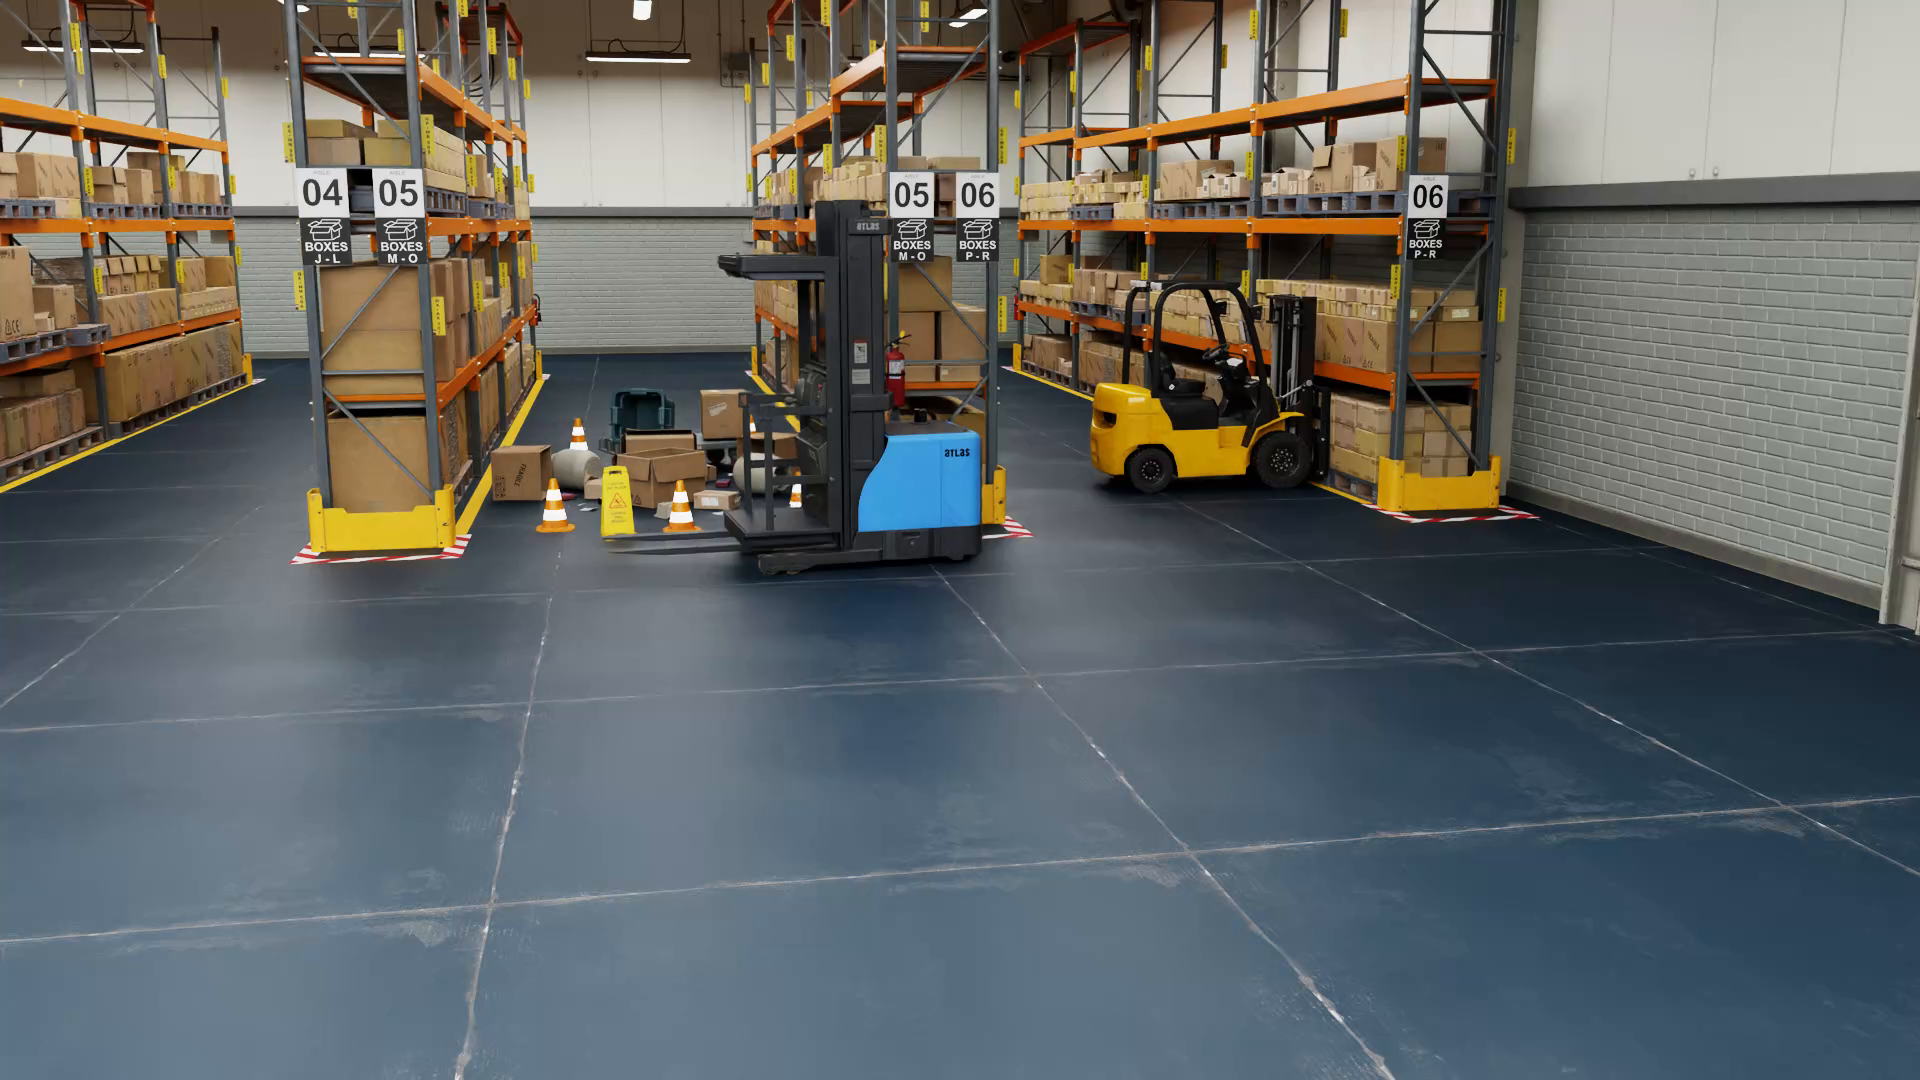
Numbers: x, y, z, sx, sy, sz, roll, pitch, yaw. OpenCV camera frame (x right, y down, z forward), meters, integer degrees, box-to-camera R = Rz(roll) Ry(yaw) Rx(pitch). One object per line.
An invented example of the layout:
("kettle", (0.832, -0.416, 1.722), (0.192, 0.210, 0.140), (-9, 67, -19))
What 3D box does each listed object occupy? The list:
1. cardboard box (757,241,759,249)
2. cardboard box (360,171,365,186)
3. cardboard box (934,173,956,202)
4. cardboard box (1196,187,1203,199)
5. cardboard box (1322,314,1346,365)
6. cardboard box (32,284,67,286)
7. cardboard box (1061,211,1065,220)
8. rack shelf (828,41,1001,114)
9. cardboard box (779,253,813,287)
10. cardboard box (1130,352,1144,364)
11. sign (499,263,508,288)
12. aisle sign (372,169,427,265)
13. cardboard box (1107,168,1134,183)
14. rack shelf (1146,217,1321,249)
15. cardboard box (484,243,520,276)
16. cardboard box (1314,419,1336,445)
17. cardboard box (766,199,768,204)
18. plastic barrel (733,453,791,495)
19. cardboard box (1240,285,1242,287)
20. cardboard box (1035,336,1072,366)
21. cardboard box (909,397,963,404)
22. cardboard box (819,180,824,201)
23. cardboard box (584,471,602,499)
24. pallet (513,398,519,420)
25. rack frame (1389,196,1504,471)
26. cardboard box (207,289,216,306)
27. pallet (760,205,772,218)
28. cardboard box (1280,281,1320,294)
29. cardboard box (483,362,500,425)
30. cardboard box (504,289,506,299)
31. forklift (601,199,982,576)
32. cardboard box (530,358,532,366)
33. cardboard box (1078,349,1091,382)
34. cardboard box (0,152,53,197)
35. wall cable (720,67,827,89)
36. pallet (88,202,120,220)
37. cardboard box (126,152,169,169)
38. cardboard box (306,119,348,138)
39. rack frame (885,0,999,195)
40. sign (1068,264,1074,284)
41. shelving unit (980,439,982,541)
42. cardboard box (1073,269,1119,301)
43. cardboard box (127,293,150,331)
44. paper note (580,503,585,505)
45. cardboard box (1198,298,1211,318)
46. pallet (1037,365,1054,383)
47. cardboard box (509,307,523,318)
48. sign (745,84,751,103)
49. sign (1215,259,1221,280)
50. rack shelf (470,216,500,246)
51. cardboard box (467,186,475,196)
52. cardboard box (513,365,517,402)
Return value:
("cardboard box", (-3.412, -5.245, 29.555), (0.380, 0.149, 0.250), (-2, 11, -9))
("cardboard box", (-5.537, -3.219, 14.848), (0.380, 0.149, 0.250), (-2, 11, -10))
("cardboard box", (0.007, -3.272, 15.448), (0.500, 0.250, 0.500), (-2, 11, -12))
("cardboard box", (3.272, -4.477, 21.452), (0.380, 0.149, 0.250), (-2, 11, -12))
("cardboard box", (4.167, -2.125, 17.569), (0.500, 0.500, 0.500), (-2, 11, -12))
("cardboard box", (-11.289, -2.889, 20.461), (0.500, 0.500, 0.500), (-4, 11, -18))
("cardboard box", (1.930, -5.506, 28.252), (0.380, 0.149, 0.250), (-2, 11, -9))
("rack shelf", (-0.545, -4.583, 16.641), (1.077, 0.370, 4.000), (-2, 11, -11))
("cardboard box", (-2.465, -4.090, 25.220), (0.500, 0.500, 0.500), (-2, 11, -12))
("cardboard box", (2.728, -2.700, 24.686), (0.380, 0.149, 0.250), (-3, 11, -14))
("sign", (-6.004, -3.482, 21.873), (0.100, 0.325, 0.005), (-2, 11, -11))
("aisle sign", (-4.684, -2.700, 13.910), (0.394, 0.787, 0.004), (-2, 11, -11))
("cardboard box", (2.589, -5.860, 26.820), (0.396, 0.266, 0.258), (-2, 11, -11))
("rack shelf", (3.545, -4.026, 21.727), (1.077, 0.370, 4.000), (-2, 11, -11))
("cardboard box", (-7.175, -4.404, 26.078), (0.500, 0.500, 0.500), (-2, 11, -10))
("cardboard box", (4.103, -1.171, 17.718), (0.500, 0.250, 0.500), (-2, 11, -12))
("cardboard box", (-2.980, -5.584, 27.273), (0.380, 0.149, 0.250), (-2, 11, -10))
("plastic barrel", (-2.043, -0.682, 17.149), (0.512, 0.421, 0.421), (6, 12, 28))
("cardboard box", (3.825, -3.260, 21.801), (0.380, 0.149, 0.250), (-2, 11, -11))
("cardboard box", (1.754, -3.444, 30.332), (0.700, 0.500, 0.500), (-2, 11, -9))
("cardboard box", (-0.243, -1.198, 17.195), (0.500, 0.500, 0.500), (-2, 11, -10))
("cardboard box", (-1.388, -4.337, 21.161), (0.797, 0.503, 0.637), (-2, 11, -11))
("cardboard box", (-3.629, -0.568, 16.969), (0.396, 0.266, 0.258), (0, 11, -1))
("pallet", (-6.933, -1.890, 24.060), (1.003, 0.211, 1.213), (-2, 11, -11))
("rack frame", (4.712, -1.805, 16.159), (1.000, 3.000, 0.127), (-2, 11, -11))
("cardboard box", (-12.332, -3.910, 26.821), (0.500, 0.250, 0.500), (-2, 11, -11))
("pallet", (-2.873, -5.629, 28.461), (1.003, 0.211, 1.213), (-2, 11, -11))
("cardboard box", (3.903, -2.892, 19.073), (0.380, 0.149, 0.250), (-2, 11, -12))
("cardboard box", (-6.518, -1.879, 21.440), (1.050, 0.750, 0.750), (-2, 11, -12))
("cardboard box", (-6.850, -3.598, 24.331), (0.380, 0.149, 0.250), (-3, 11, -14))
("forklift", (-1.398, -1.267, 13.515), (3.031, 2.935, 1.130), (-3, 11, -17))
("cardboard box", (-7.505, -3.036, 28.330), (0.380, 0.149, 0.250), (-2, 11, -10))
("cardboard box", (2.251, -2.888, 27.407), (0.500, 0.500, 0.500), (-2, 11, -9))
("cardboard box", (-10.903, -4.236, 19.302), (0.500, 0.500, 0.500), (-2, 11, -10))
("wall cable", (-3.913, -8.566, 35.632), (2.355, 3.000, 0.029), (-2, 11, -11))
("pallet", (-11.610, -4.228, 21.370), (1.213, 0.211, 1.003), (-2, 11, -8))
("cardboard box", (-12.388, -5.784, 25.376), (0.500, 0.250, 0.500), (-3, 11, -15))
("cardboard box", (-5.391, -3.472, 14.043), (0.380, 0.149, 0.250), (-2, 11, -10))
("rack frame", (-0.156, -4.571, 14.646), (1.000, 3.000, 0.127), (-2, 11, -11))
("sign", (1.847, -4.410, 27.530), (0.100, 0.325, 0.005), (-2, 11, -11))
("shelving unit", (0.042, -0.447, 14.640), (0.258, 0.900, 0.210), (-4, 11, -20))
("cardboard box", (2.253, -4.165, 27.165), (0.700, 0.500, 0.500), (-2, 11, -10))
("cardboard box", (-11.562, -3.159, 23.005), (0.500, 0.500, 0.500), (-2, 11, -11))
("paper note", (-3.761, -0.353, 16.527), (0.032, 0.001, 0.123), (4, 11, 18))
("cardboard box", (3.387, -2.980, 21.393), (0.500, 0.250, 0.500), (-2, 11, -10))
("pallet", (2.005, -2.986, 29.823), (1.003, 0.211, 1.213), (-2, 11, -11))
("cardboard box", (-7.060, -3.567, 26.086), (0.380, 0.149, 0.250), (-2, 11, -9))
("sign", (-3.814, -8.023, 29.861), (0.100, 0.325, 0.005), (-2, 11, -11))
("sign", (3.700, -3.862, 23.869), (0.100, 0.325, 0.005), (-2, 11, -11))
("rack shelf", (-6.159, -3.646, 19.732), (1.077, 0.370, 4.000), (-2, 11, -11))
("cardboard box", (-5.788, -4.031, 19.113), (0.380, 0.149, 0.250), (-2, 11, -11))
("cardboard box", (-6.740, -2.290, 24.267), (0.500, 0.500, 0.500), (-2, 11, -12))
